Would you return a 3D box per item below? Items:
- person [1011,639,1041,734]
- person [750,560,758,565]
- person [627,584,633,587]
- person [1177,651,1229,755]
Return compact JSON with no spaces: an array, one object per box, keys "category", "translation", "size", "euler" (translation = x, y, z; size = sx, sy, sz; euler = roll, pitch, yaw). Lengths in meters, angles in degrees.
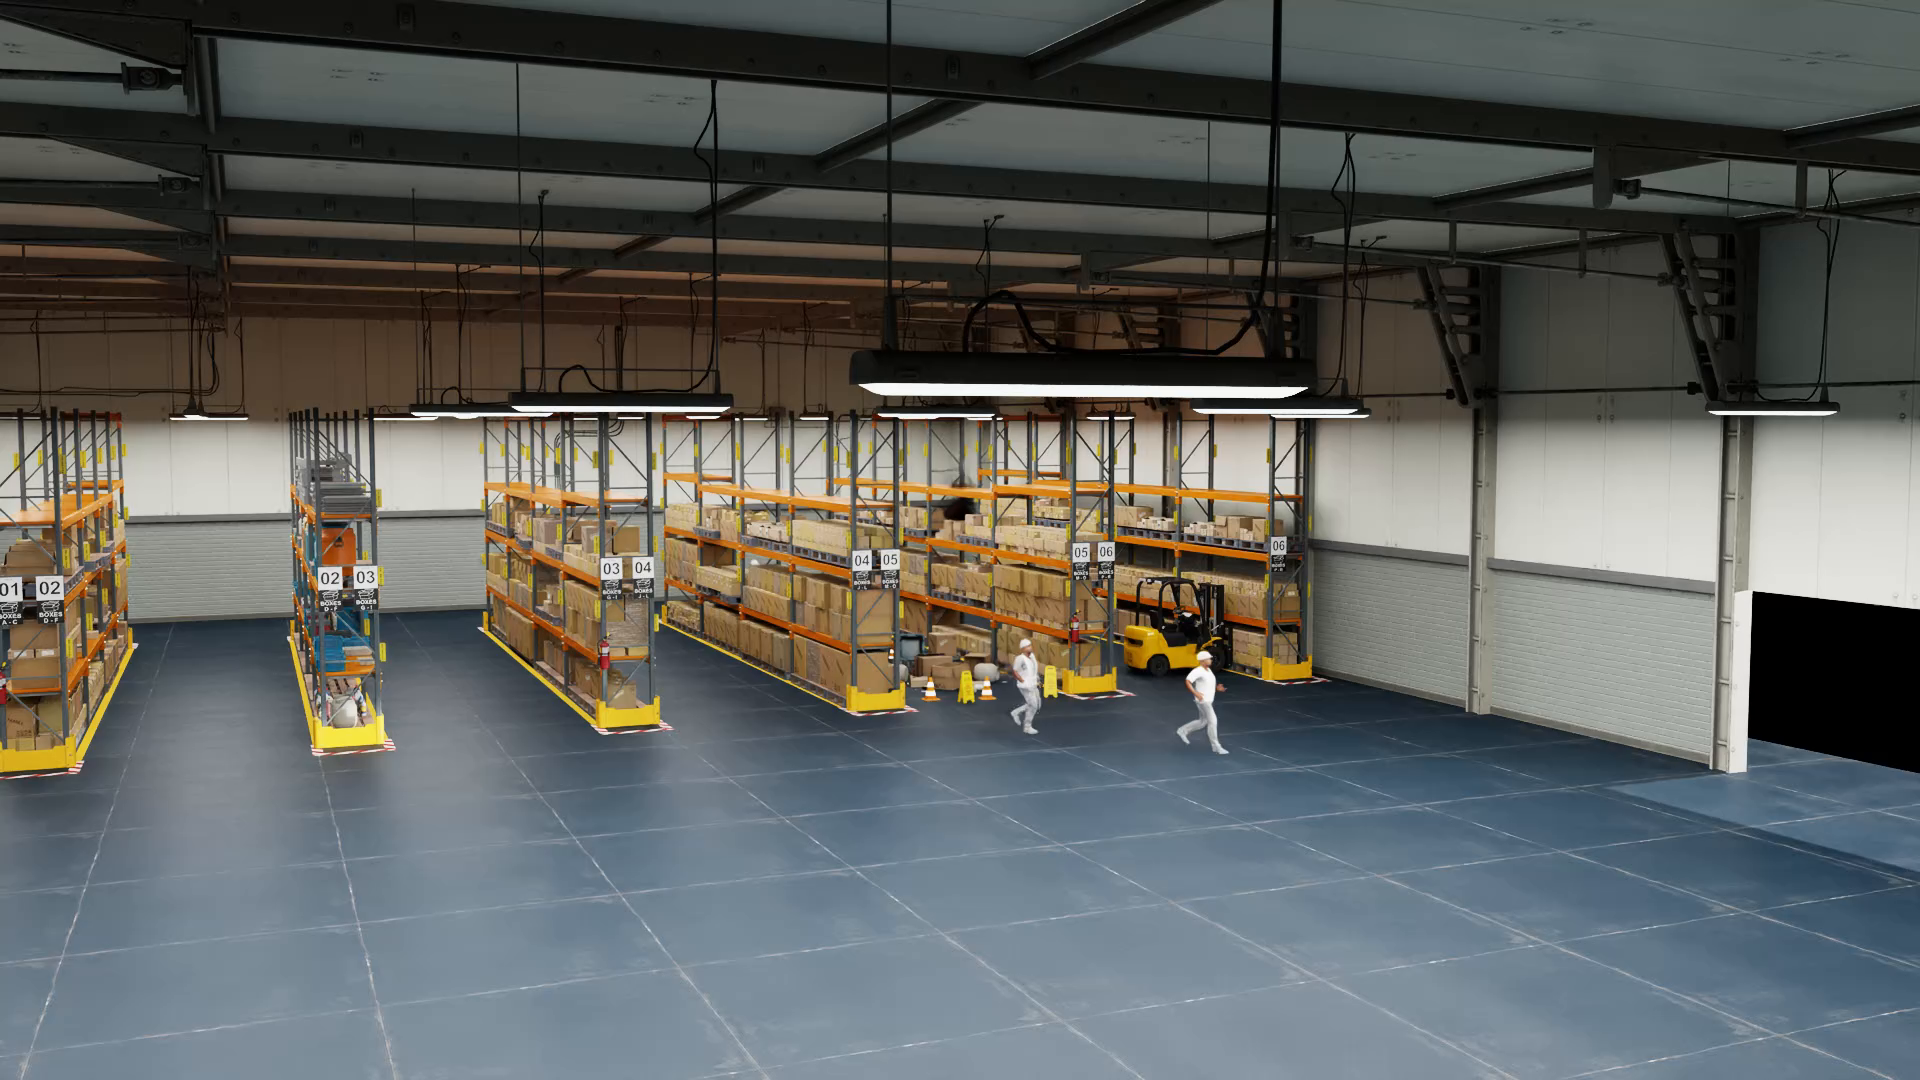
[{"category":"person","translation":[1.197,2.700,30.811],"size":[0.576,1.748,0.676],"euler":[2,5,28]},{"category":"person","translation":[-5.914,1.479,47.980],"size":[0.674,1.826,0.815],"euler":[-2,5,-32]},{"category":"person","translation":[-9.033,1.698,45.812],"size":[0.702,1.740,1.008],"euler":[-2,4,-21]},{"category":"person","translation":[4.244,2.813,28.923],"size":[0.934,1.773,0.700],"euler":[2,4,23]}]
